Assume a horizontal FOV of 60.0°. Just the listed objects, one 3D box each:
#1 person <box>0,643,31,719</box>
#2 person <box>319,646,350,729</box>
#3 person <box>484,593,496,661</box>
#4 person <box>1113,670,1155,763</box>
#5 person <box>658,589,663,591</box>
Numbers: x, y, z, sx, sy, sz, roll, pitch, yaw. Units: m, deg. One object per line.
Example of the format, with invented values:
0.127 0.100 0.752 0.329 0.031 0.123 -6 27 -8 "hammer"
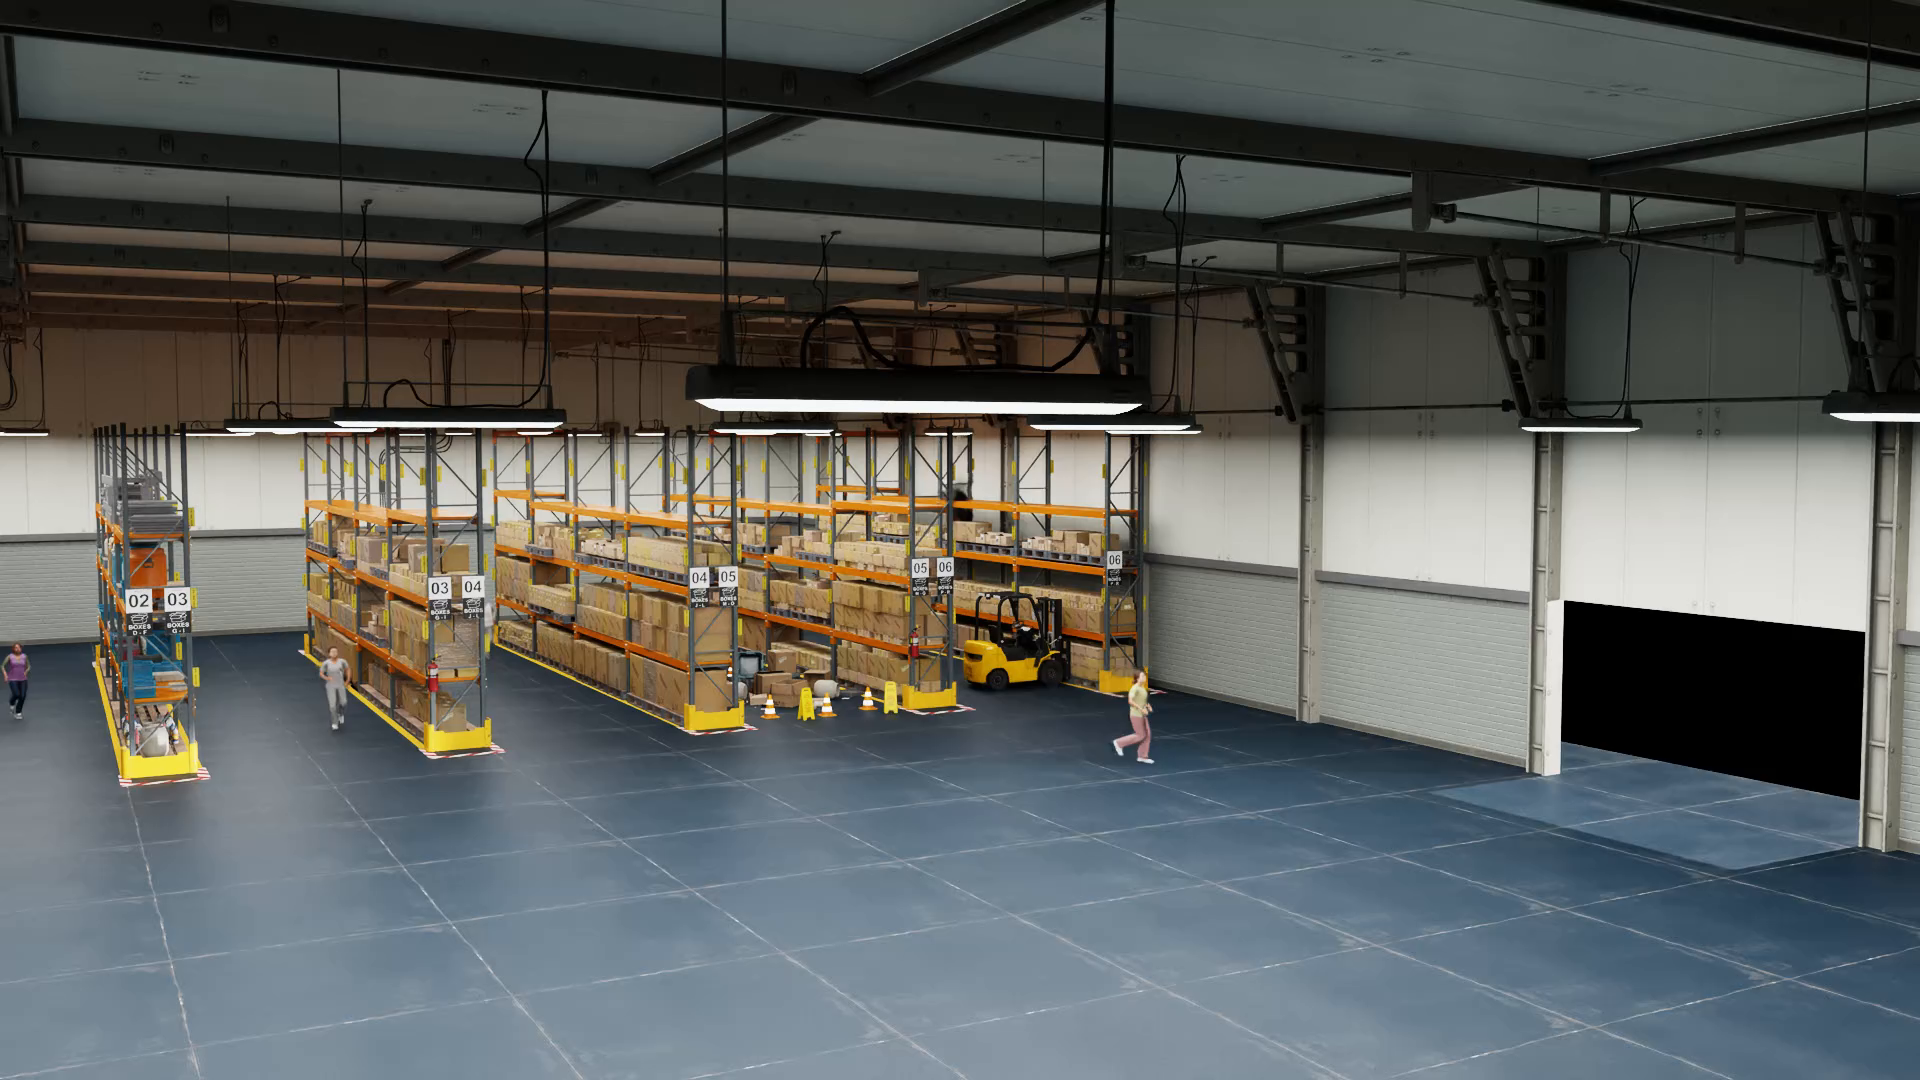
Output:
-19.283 2.884 34.032 0.529 1.558 0.534 -3 5 -43 "person"
-12.319 2.913 32.823 0.612 1.639 0.542 -2 4 -29 "person"
-12.341 2.240 43.133 0.659 1.770 0.667 -2 4 -24 "person"
3.114 3.126 29.529 0.722 1.652 0.584 1 4 22 "person"
-9.020 1.849 50.646 0.530 1.619 0.655 -1 4 -12 "person"
